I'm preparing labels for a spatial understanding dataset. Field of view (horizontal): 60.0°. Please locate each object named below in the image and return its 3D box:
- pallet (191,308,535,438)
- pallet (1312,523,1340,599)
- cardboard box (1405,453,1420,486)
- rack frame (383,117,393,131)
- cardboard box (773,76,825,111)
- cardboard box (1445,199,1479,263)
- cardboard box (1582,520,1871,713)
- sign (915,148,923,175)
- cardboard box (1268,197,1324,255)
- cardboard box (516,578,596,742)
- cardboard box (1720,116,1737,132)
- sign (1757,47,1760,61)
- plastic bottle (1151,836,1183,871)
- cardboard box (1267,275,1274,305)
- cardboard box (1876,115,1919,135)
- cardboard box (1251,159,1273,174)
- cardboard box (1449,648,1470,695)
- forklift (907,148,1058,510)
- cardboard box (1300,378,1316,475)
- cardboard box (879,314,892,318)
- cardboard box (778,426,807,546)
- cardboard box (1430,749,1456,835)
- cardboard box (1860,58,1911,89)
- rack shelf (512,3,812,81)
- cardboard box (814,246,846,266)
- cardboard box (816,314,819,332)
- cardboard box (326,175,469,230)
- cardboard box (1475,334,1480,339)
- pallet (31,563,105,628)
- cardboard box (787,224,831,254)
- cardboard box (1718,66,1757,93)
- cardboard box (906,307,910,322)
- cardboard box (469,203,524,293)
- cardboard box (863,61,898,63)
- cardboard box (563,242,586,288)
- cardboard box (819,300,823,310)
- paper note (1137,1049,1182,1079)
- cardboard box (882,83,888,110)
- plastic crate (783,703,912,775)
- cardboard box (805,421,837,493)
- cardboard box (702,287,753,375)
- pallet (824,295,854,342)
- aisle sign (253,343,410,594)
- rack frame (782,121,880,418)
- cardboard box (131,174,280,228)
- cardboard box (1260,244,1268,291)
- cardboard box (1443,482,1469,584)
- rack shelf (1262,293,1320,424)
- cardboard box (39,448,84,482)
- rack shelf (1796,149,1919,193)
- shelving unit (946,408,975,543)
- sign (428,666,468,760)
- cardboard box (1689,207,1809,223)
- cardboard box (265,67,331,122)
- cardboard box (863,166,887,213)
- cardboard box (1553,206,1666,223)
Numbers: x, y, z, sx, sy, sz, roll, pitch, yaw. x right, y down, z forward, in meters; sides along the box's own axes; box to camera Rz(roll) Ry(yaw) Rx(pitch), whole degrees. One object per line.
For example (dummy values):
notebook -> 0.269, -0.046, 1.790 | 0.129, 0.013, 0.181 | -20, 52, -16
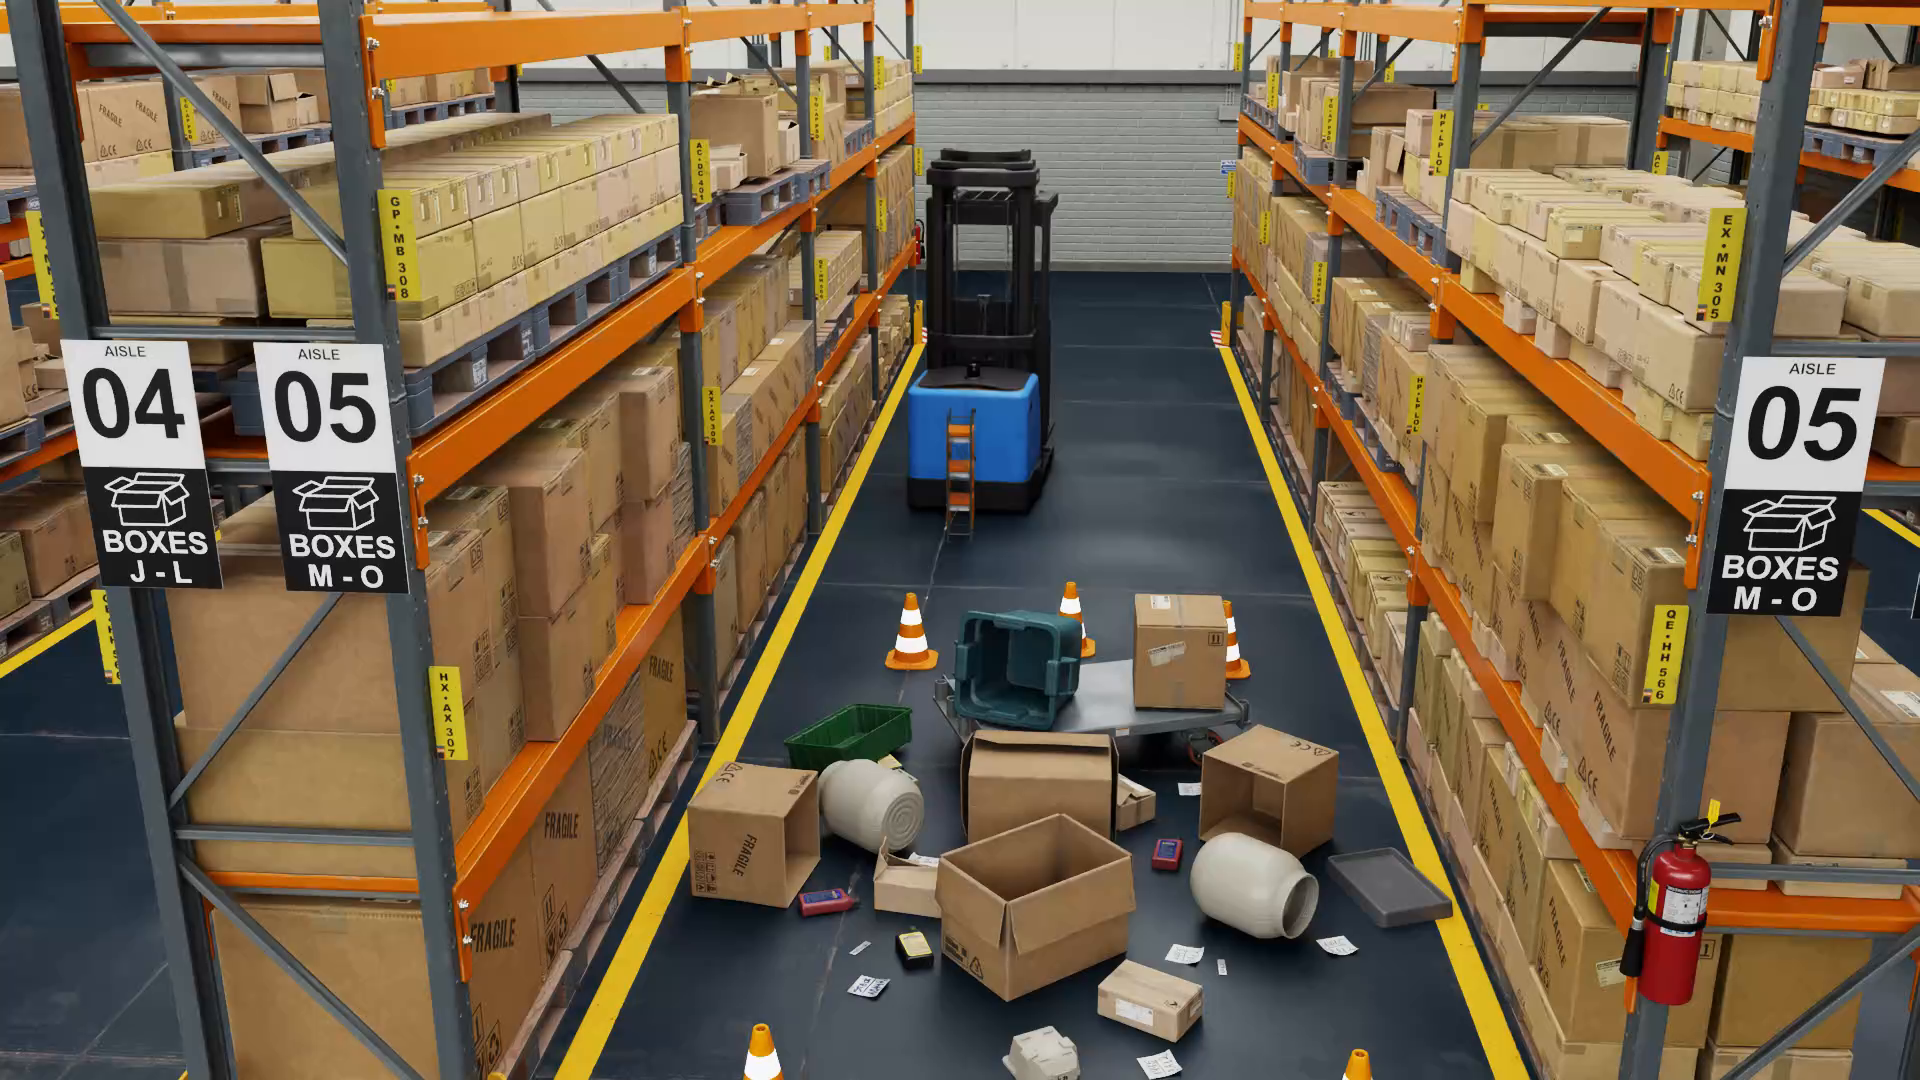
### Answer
pallet -> -2.164, -0.618, 5.816 | 1.003, 0.211, 1.213 | 1, 18, 4
pallet -> 3.254, 0.158, 12.601 | 1.003, 0.211, 1.213 | 1, 18, 4
cardboard box -> 2.786, -0.413, 9.596 | 0.380, 0.149, 0.250 | 2, 18, 5
rack frame -> -6.286, -2.873, 17.374 | 1.000, 3.000, 0.127 | 1, 18, 4
cardboard box -> -1.292, -3.605, 13.400 | 0.396, 0.266, 0.258 | 1, 18, 4
cardboard box -> 2.720, -1.532, 8.227 | 0.500, 0.250, 0.500 | 1, 18, 3
cardboard box -> 2.557, 0.248, 5.606 | 0.700, 0.500, 0.500 | 1, 18, 3
sign -> -0.508, -4.655, 20.445 | 0.100, 0.325, 0.005 | 1, 18, 4
cardboard box -> 3.280, -3.044, 16.130 | 0.500, 0.500, 0.500 | 1, 18, 5
cardboard box -> -2.042, 0.466, 6.942 | 0.875, 0.550, 0.550 | 1, 18, 4
cardboard box -> 8.361, -4.445, 17.758 | 0.380, 0.149, 0.250 | 2, 18, 5
sign -> 9.388, -5.612, 19.494 | 0.100, 0.325, 0.005 | 1, 18, 4
plastic bottle -> 1.062, 1.588, 8.478 | 0.133, 0.061, 0.283 | 4, 19, 13
cardboard box -> 3.303, -2.450, 16.323 | 0.500, 0.250, 0.500 | 1, 18, 3
cardboard box -> 8.047, -3.533, 14.140 | 0.380, 0.149, 0.250 | 2, 18, 5
cardboard box -> 3.430, -4.140, 18.433 | 0.380, 0.149, 0.250 | 1, 18, 3
cardboard box -> 2.609, 0.650, 8.118 | 0.380, 0.149, 0.250 | 2, 18, 6
forklift -> 0.284, -2.058, 14.997 | 1.130, 2.935, 3.031 | 3, 18, 8
cardboard box -> 3.512, -1.089, 14.667 | 0.875, 0.875, 0.875 | 2, 18, 5
cardboard box -> -0.987, -2.528, 19.268 | 0.380, 0.149, 0.250 | 1, 18, 2
cardboard box -> -1.767, -0.432, 12.862 | 1.050, 0.750, 0.750 | 1, 18, 3
cardboard box -> 2.686, 1.283, 8.431 | 0.500, 0.250, 0.500 | 2, 18, 7
cardboard box -> 8.596, -4.337, 15.449 | 0.396, 0.266, 0.258 | 1, 18, 3
rack shelf -> -1.777, -3.186, 10.493 | 1.077, 0.370, 4.000 | 1, 18, 4
cardboard box -> -1.259, -2.643, 15.446 | 0.380, 0.149, 0.250 | 1, 18, 2
cardboard box -> -1.380, -1.787, 13.787 | 0.380, 0.149, 0.250 | 2, 18, 7
cardboard box -> -1.846, -1.110, 5.465 | 0.380, 0.149, 0.250 | 1, 18, 4
cardboard box -> 3.386, -1.342, 10.346 | 0.380, 0.149, 0.250 | 2, 18, 7
pallet -> -6.721, 0.315, 12.123 | 1.003, 0.211, 1.213 | 1, 18, 4
cardboard box -> -1.594, -3.076, 17.356 | 0.500, 0.500, 0.500 | 1, 18, 4
cardboard box -> 8.450, -4.913, 17.742 | 0.500, 0.250, 0.500 | 2, 18, 5
cardboard box -> -0.813, -2.789, 20.544 | 0.380, 0.149, 0.250 | 1, 18, 2
cardboard box -> -1.881, -1.048, 5.916 | 0.500, 0.250, 0.500 | 1, 18, 3
cardboard box -> -0.923, -5.490, 19.342 | 0.380, 0.149, 0.250 | 1, 18, 2
cardboard box -> -1.754, -1.127, 6.798 | 0.380, 0.149, 0.250 | 1, 18, 4
cardboard box -> -1.365, -2.023, 14.031 | 0.380, 0.149, 0.250 | 1, 18, 2
paper note -> 0.820, 2.148, 6.818 | 0.148, 0.019, 0.142 | -5, 19, -15
cardboard box -> -1.032, -4.621, 17.330 | 0.500, 0.250, 0.500 | 1, 18, 4
plastic crate -> -0.626, 1.146, 9.532 | 0.450, 0.188, 0.662 | 0, 15, 35
cardboard box -> -1.328, -0.714, 14.126 | 0.500, 0.500, 0.500 | 1, 18, 2
cardboard box -> -1.781, -1.397, 11.102 | 0.700, 0.500, 0.500 | 1, 18, 3
pallet -> -1.532, -2.013, 15.058 | 1.003, 0.211, 1.213 | 1, 18, 4
aisle sign -> -1.912, -0.211, 5.073 | 0.394, 0.787, 0.004 | 1, 18, 4
rack frame -> -1.346, -2.731, 16.940 | 1.000, 3.000, 0.127 | 1, 18, 4
cardboard box -> -2.502, -1.126, 5.512 | 0.380, 0.149, 0.250 | 1, 18, 4
cardboard box -> 3.376, -2.849, 17.140 | 0.500, 0.500, 0.500 | 1, 18, 4
cardboard box -> 2.702, -0.069, 8.178 | 0.500, 0.500, 0.500 | 1, 18, 4
rack shelf -> 3.455, -1.689, 14.915 | 1.077, 0.370, 4.000 | 1, 18, 4
cardboard box -> -6.619, -0.634, 12.646 | 0.500, 0.250, 0.500 | 3, 18, 10
rack shelf -> 8.406, -3.005, 14.113 | 1.077, 0.370, 4.000 | 1, 18, 4
shelving unit -> 0.004, -0.516, 13.310 | 0.215, 1.050, 0.252 | 1, 18, 4
sign -> -1.653, 0.561, 5.375 | 0.100, 0.325, 0.005 | 1, 18, 4
cardboard box -> 3.204, -1.265, 6.772 | 0.380, 0.149, 0.250 | 2, 18, 5
cardboard box -> -6.318, -4.365, 16.275 | 0.700, 0.500, 0.500 | 2, 18, 5
cardboard box -> -1.049, -3.691, 17.626 | 0.500, 0.500, 0.500 | 1, 18, 2
cardboard box -> 2.648, -1.277, 6.808 | 0.380, 0.149, 0.250 | 2, 18, 5
